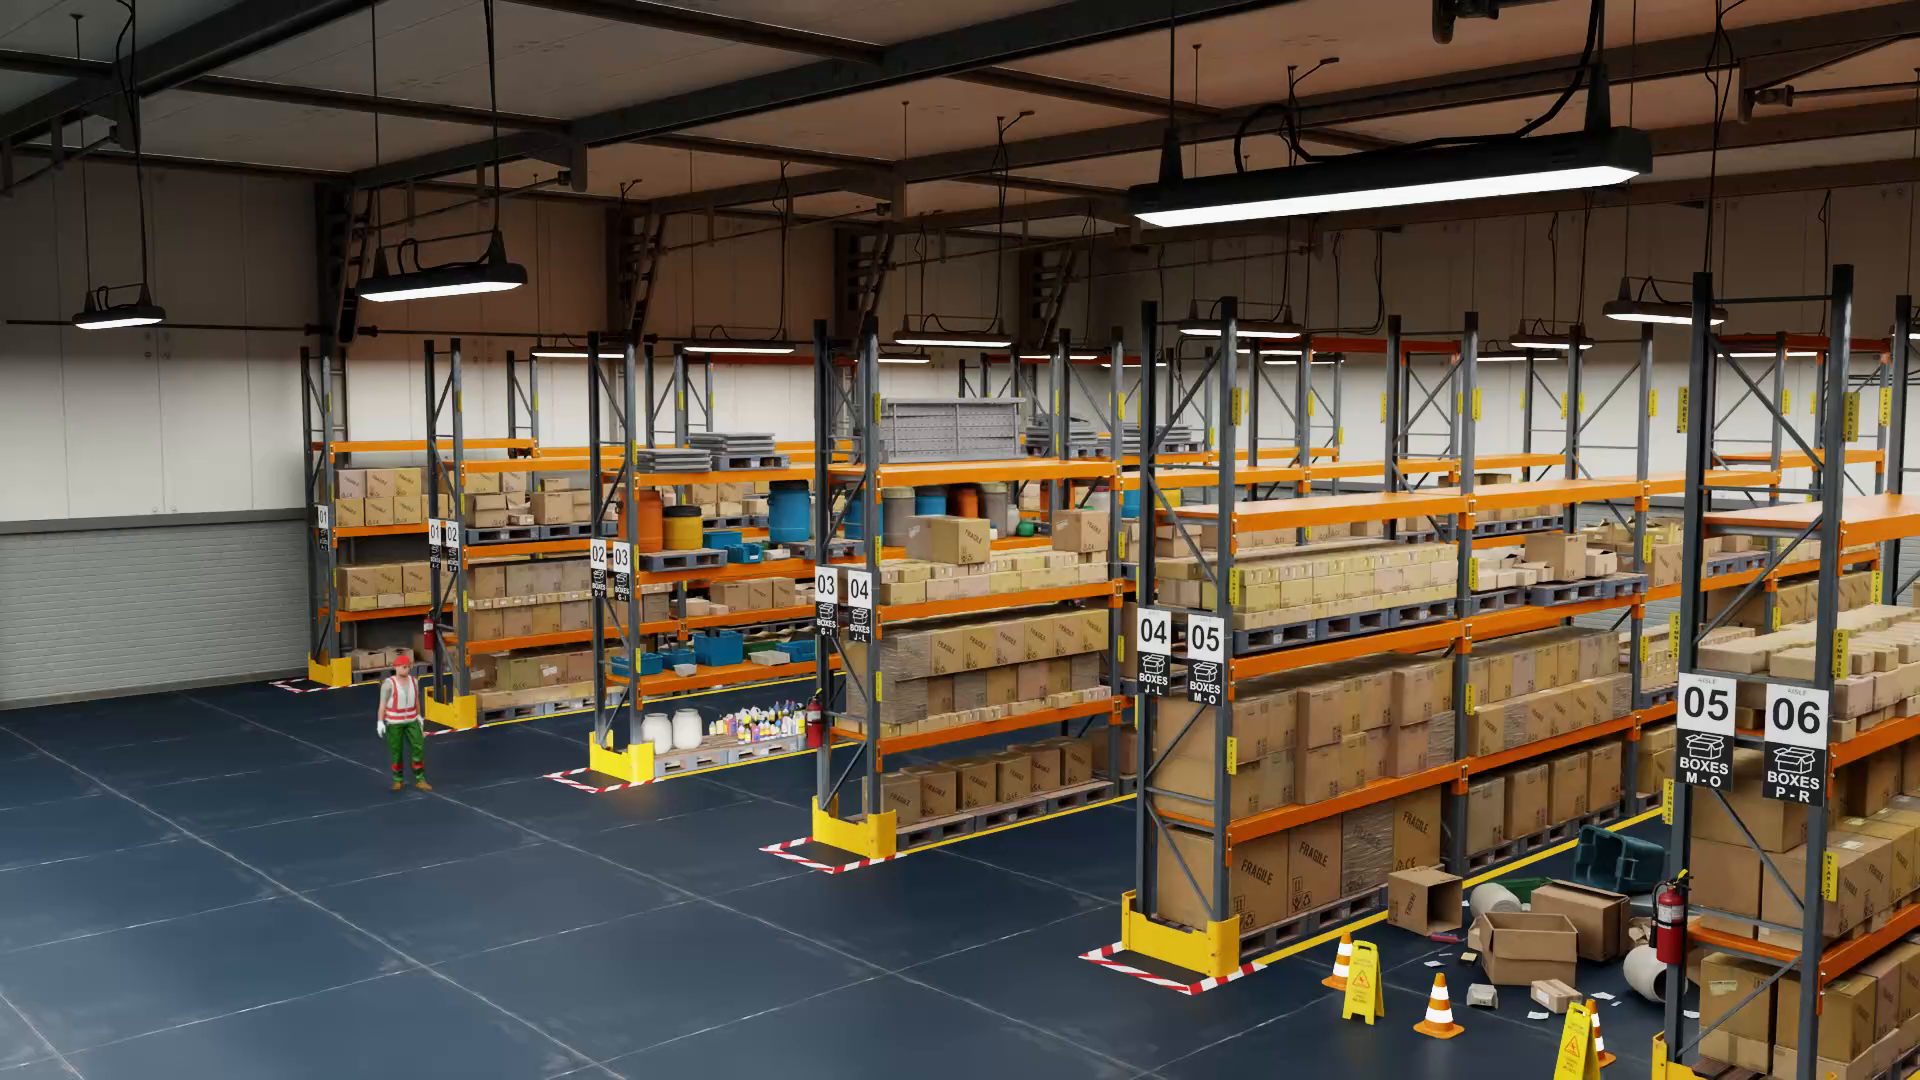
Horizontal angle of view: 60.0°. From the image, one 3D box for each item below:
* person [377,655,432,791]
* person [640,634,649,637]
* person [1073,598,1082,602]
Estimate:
[{"bbox_3d":[-7.261,2.386,21.642,0.663,1.791,0.506,-4,7,-41],"label":"person"},{"bbox_3d":[-6.148,1.467,31.915,0.475,1.774,0.590,0,5,-6],"label":"person"},{"bbox_3d":[2.423,1.360,33.733,1.032,1.680,0.552,-4,6,-39],"label":"person"}]
